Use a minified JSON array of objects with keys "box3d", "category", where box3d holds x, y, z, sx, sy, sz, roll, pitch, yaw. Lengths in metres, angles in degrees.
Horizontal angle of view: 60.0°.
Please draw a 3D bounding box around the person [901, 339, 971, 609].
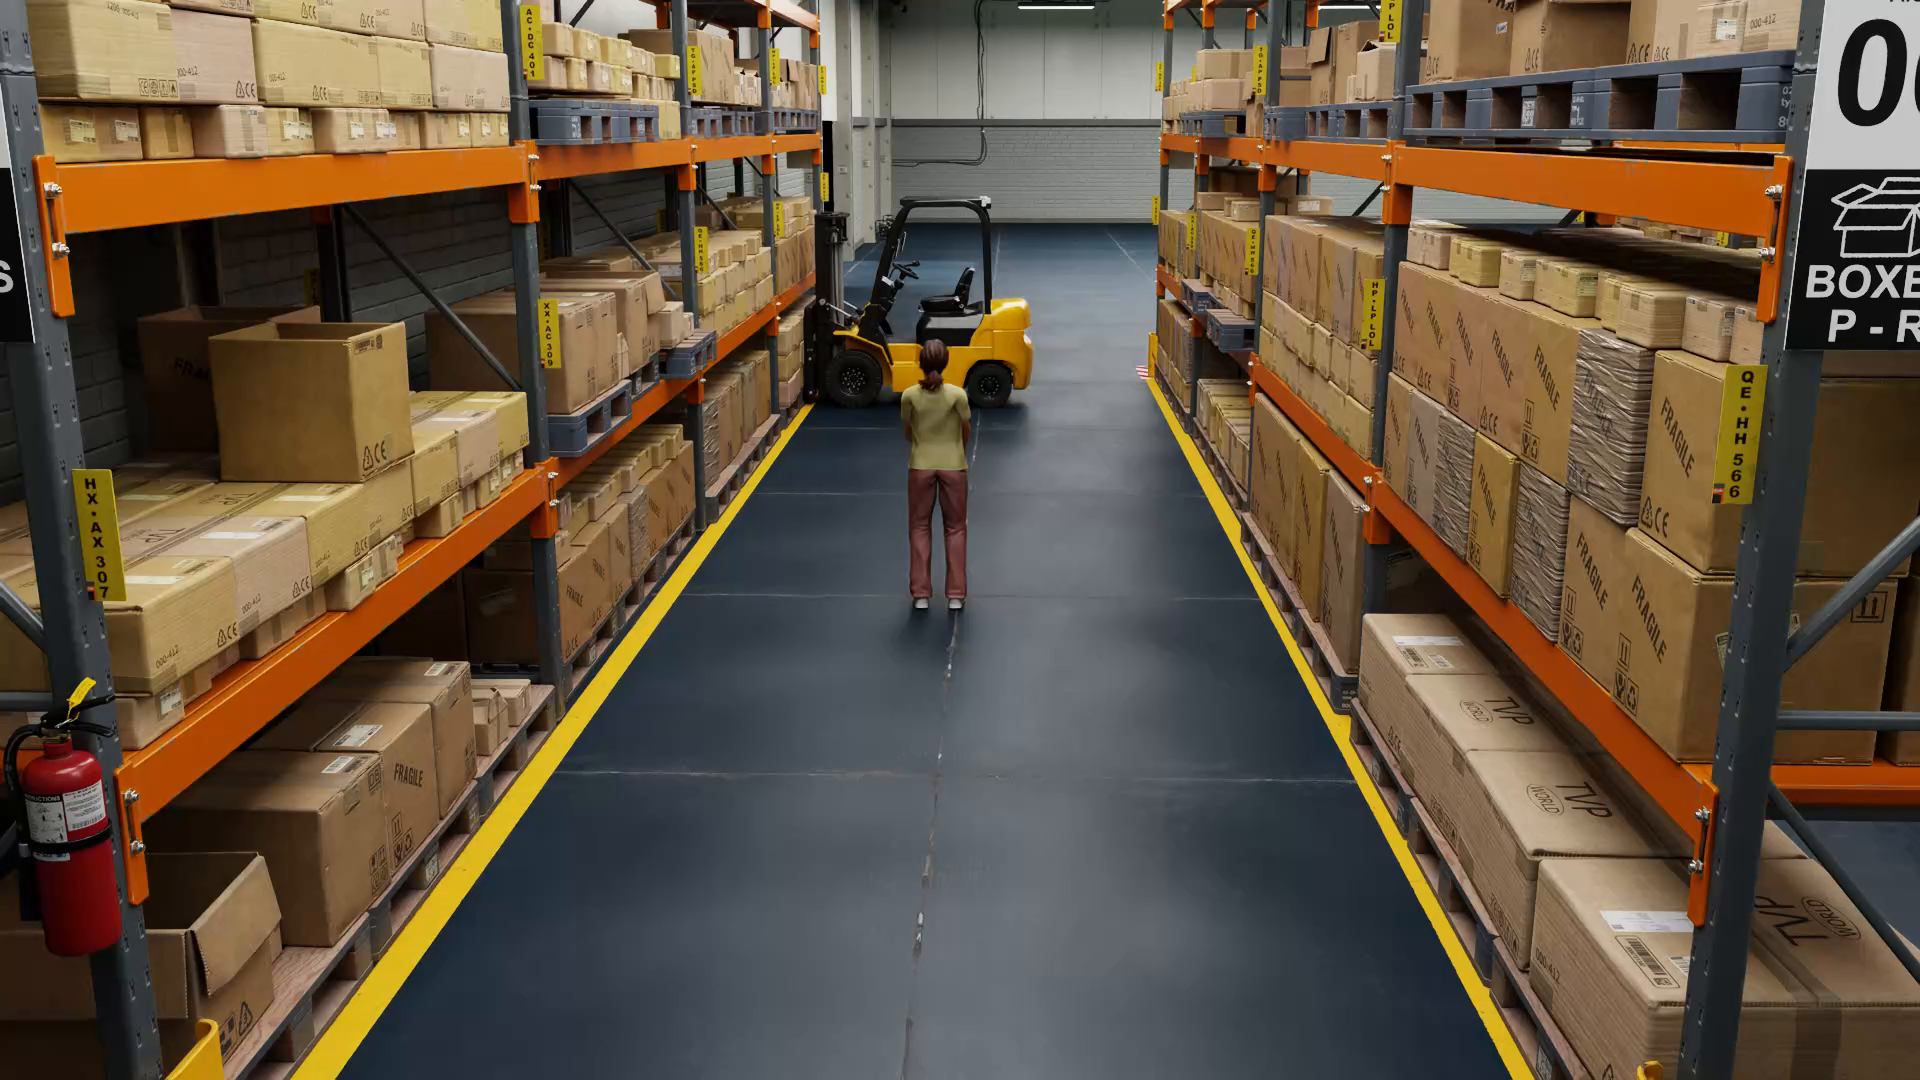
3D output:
[{"box3d":[-0.143,-0.416,10.199,0.426,1.662,0.561,1,14,2],"category":"person"}]
